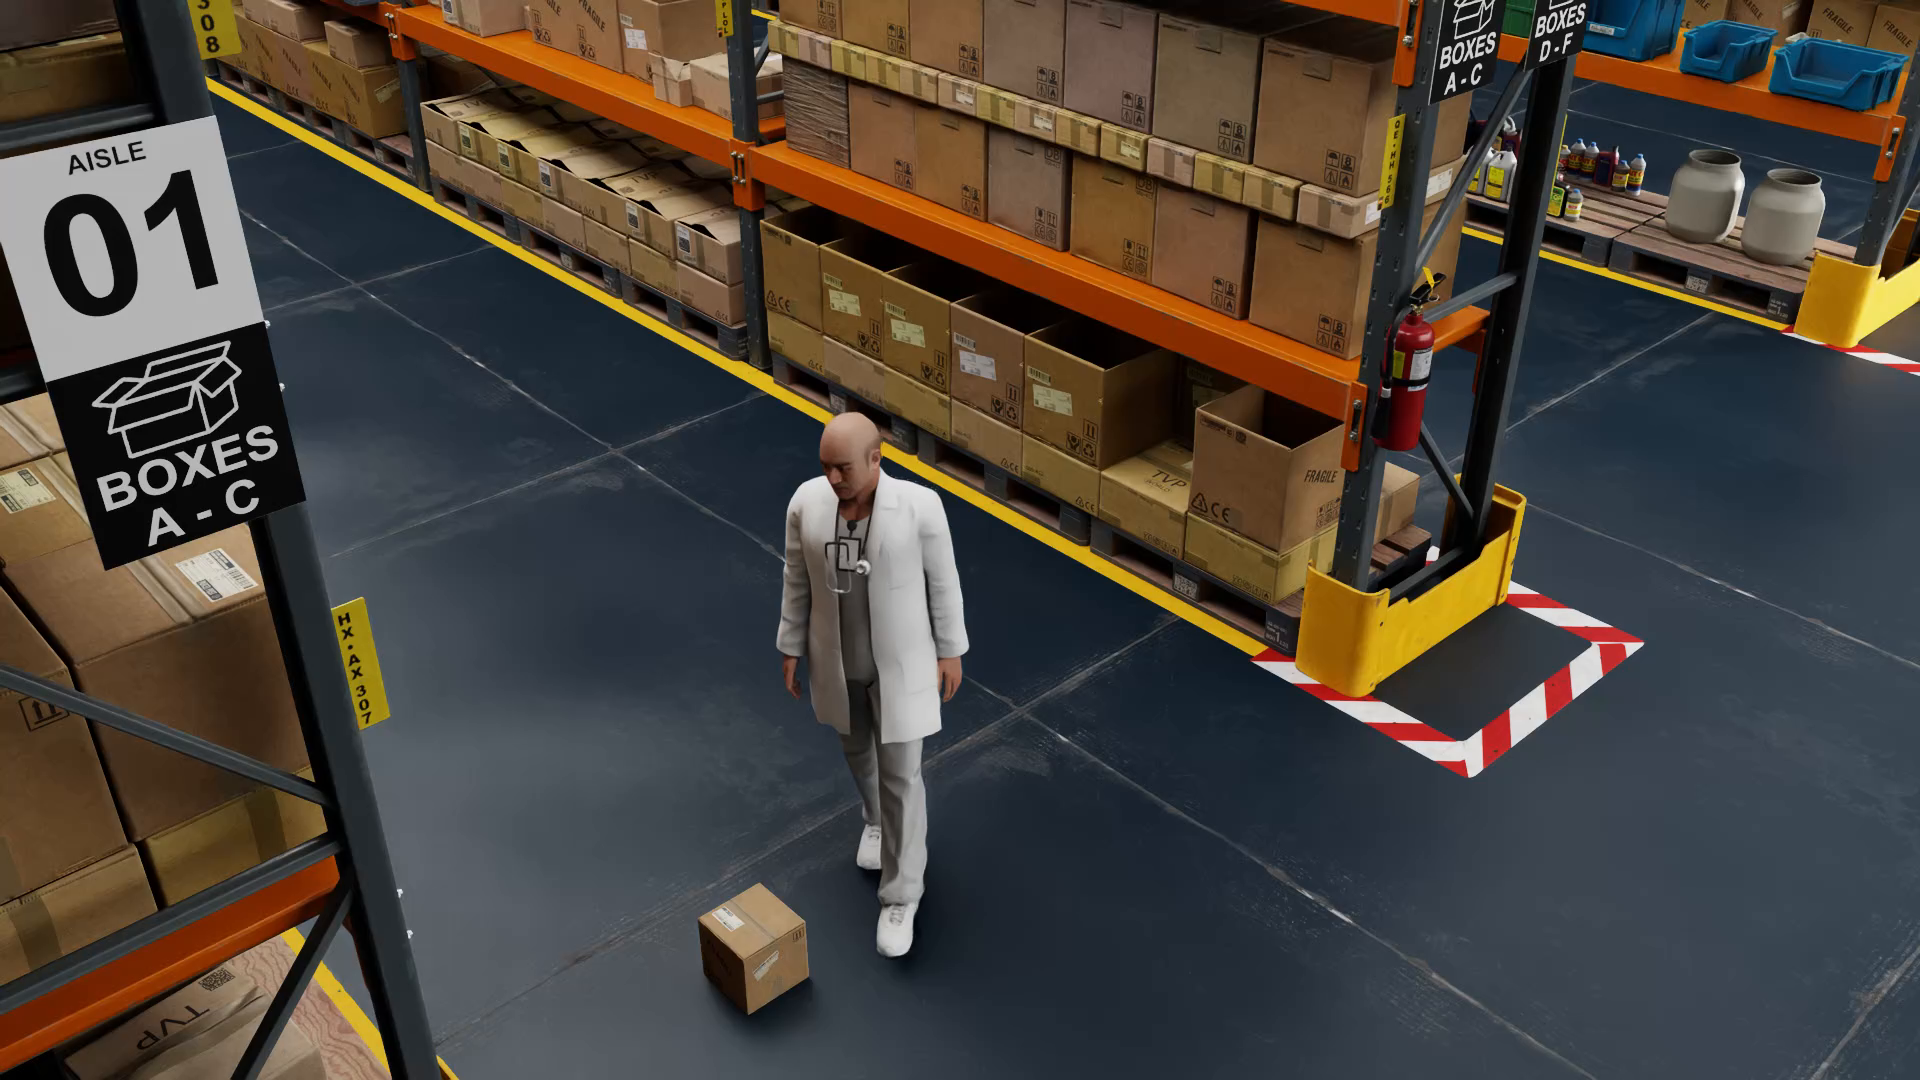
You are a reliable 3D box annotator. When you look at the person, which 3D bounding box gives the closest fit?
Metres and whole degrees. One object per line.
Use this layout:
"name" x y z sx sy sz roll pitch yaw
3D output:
"person" -0.342 0.453 5.382 0.635 1.762 0.806 9 32 14
